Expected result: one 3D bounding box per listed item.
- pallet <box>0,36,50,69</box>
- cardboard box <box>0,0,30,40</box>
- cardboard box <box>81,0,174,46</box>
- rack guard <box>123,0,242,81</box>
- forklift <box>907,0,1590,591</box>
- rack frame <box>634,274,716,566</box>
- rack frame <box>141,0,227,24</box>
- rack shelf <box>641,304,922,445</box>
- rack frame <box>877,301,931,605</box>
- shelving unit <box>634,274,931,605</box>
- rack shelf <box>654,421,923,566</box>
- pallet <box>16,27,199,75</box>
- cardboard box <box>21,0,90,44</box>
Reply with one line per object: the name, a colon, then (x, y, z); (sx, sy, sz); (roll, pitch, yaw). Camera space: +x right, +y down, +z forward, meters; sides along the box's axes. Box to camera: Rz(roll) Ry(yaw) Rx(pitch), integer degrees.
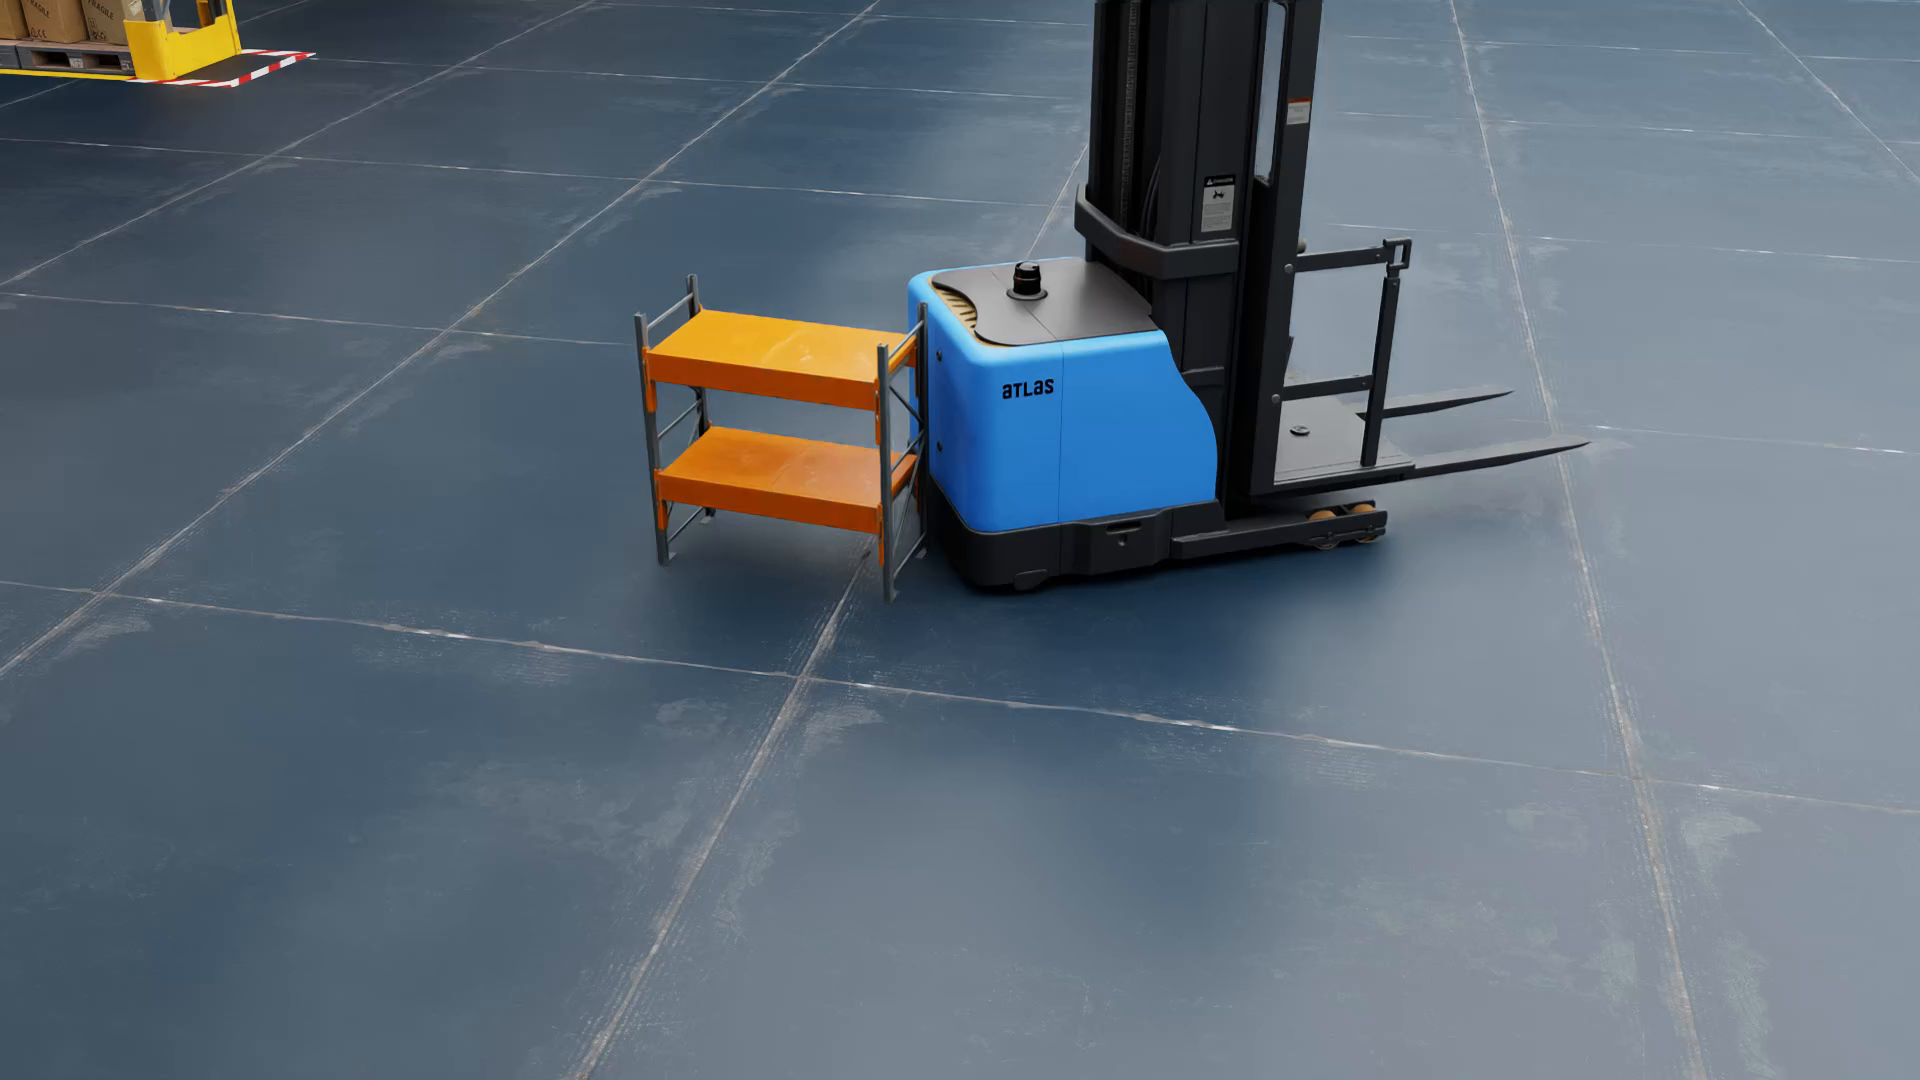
pallet: (-8.988, -4.643, 15.512); (1.213, 0.211, 1.003); (6, 29, 11)
cardboard box: (-8.744, -4.911, 15.263); (0.500, 0.500, 0.500); (9, 30, 15)
cardboard box: (-7.544, -4.796, 15.052); (0.500, 0.500, 0.500); (11, 31, 20)
rack guard: (-7.011, -4.549, 15.038); (0.348, 0.500, 1.175); (6, 29, 11)
forklift: (1.339, -1.477, 6.896); (3.031, 2.935, 1.130); (-8, 30, -15)
rack frame: (-1.186, -0.498, 6.988); (0.032, 1.125, 0.500); (9, 30, 16)
rack frame: (-6.937, -5.637, 14.424); (0.127, 3.000, 1.000); (6, 29, 11)
rack shelf: (-0.703, -0.679, 6.709); (1.000, 0.278, 0.538); (9, 30, 16)
rack frame: (-0.220, -0.346, 6.710); (0.032, 1.125, 0.500); (9, 30, 16)
shelving unit: (-0.703, -0.422, 6.849); (1.048, 1.125, 0.538); (9, 30, 16)
rack shelf: (-0.703, -0.207, 6.967); (1.000, 0.278, 0.538); (9, 30, 16)
pallet: (-7.799, -4.520, 15.286); (1.213, 0.211, 1.003); (6, 29, 11)
cardboard box: (-8.136, -4.839, 15.132); (0.500, 0.500, 0.500); (14, 32, 24)
